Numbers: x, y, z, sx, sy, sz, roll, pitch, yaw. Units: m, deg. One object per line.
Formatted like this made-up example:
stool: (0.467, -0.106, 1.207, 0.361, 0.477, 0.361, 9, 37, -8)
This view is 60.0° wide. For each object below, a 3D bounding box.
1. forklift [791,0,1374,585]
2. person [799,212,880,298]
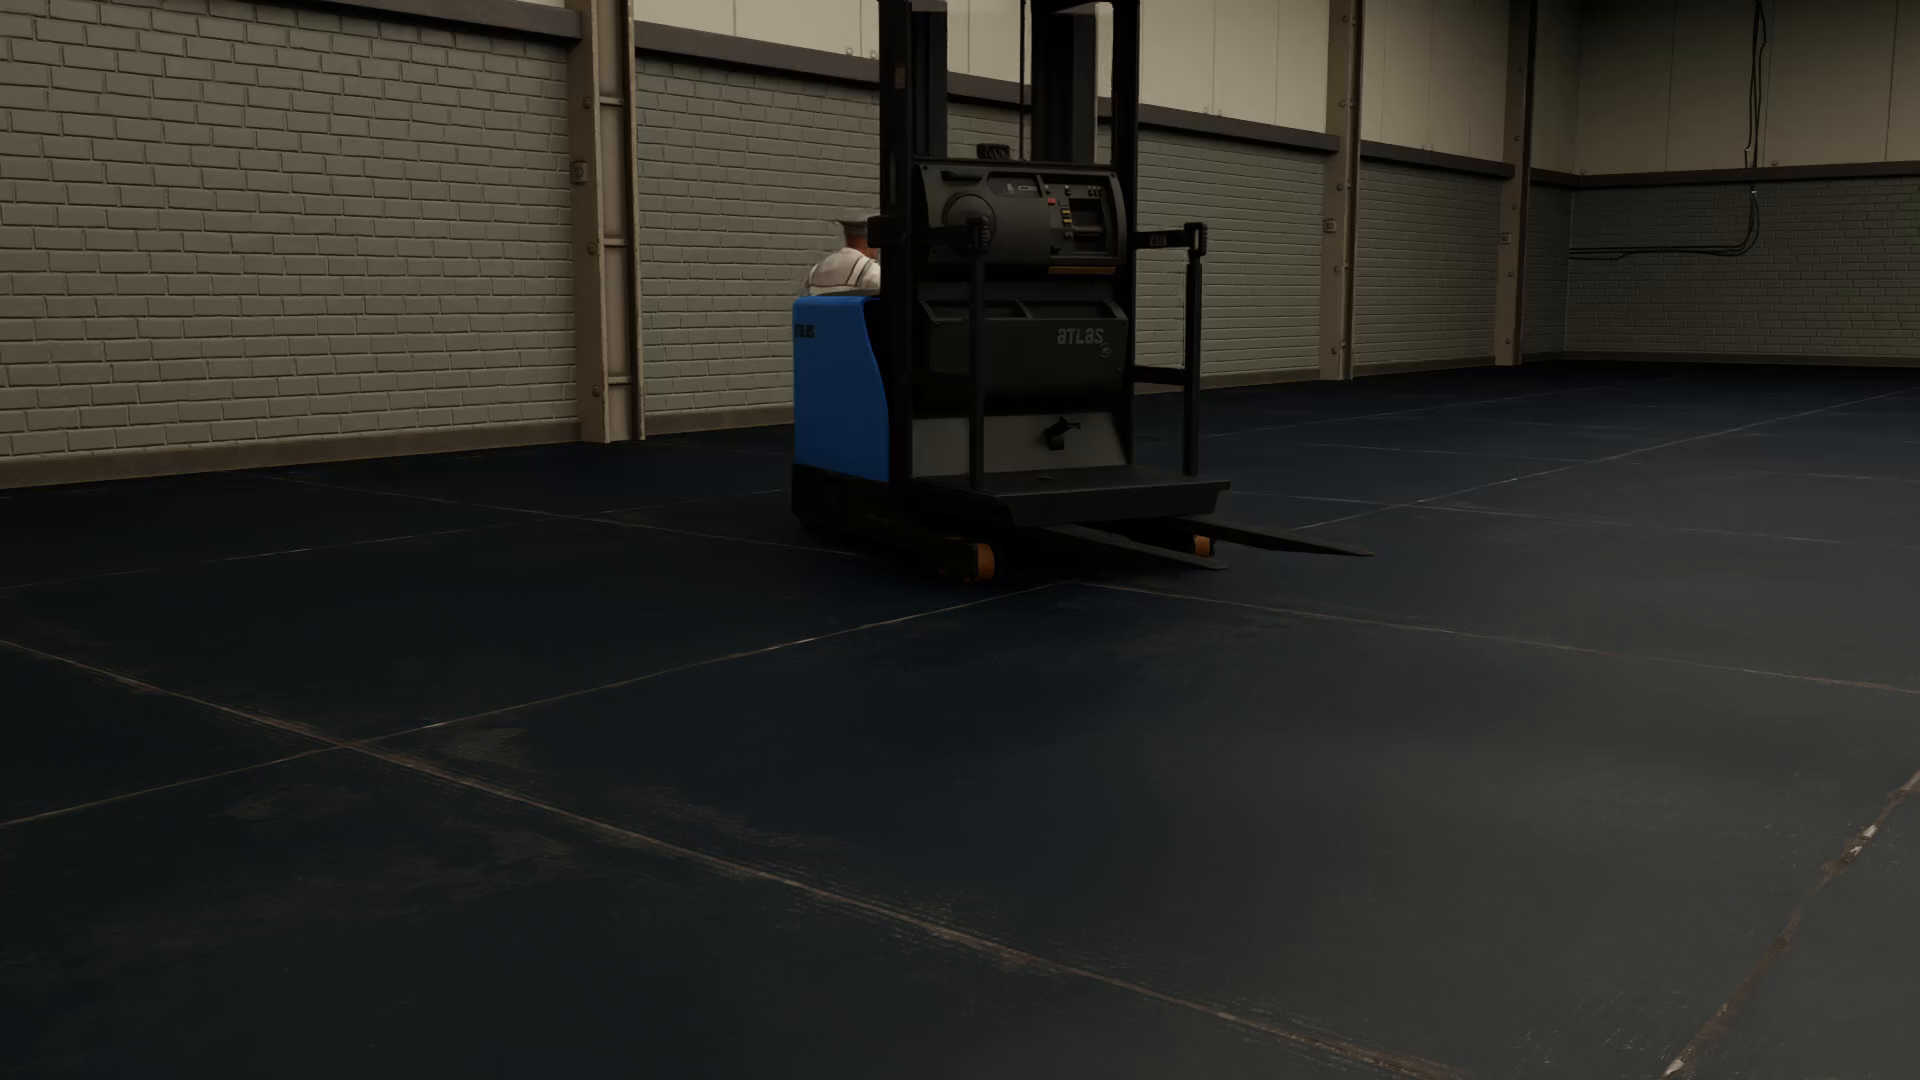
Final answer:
forklift: (0.366, -1.354, 6.533, 1.130, 2.935, 3.031, -5, 9, -28)
person: (-0.374, -0.904, 8.662, 0.773, 1.563, 0.935, 7, 11, 40)
